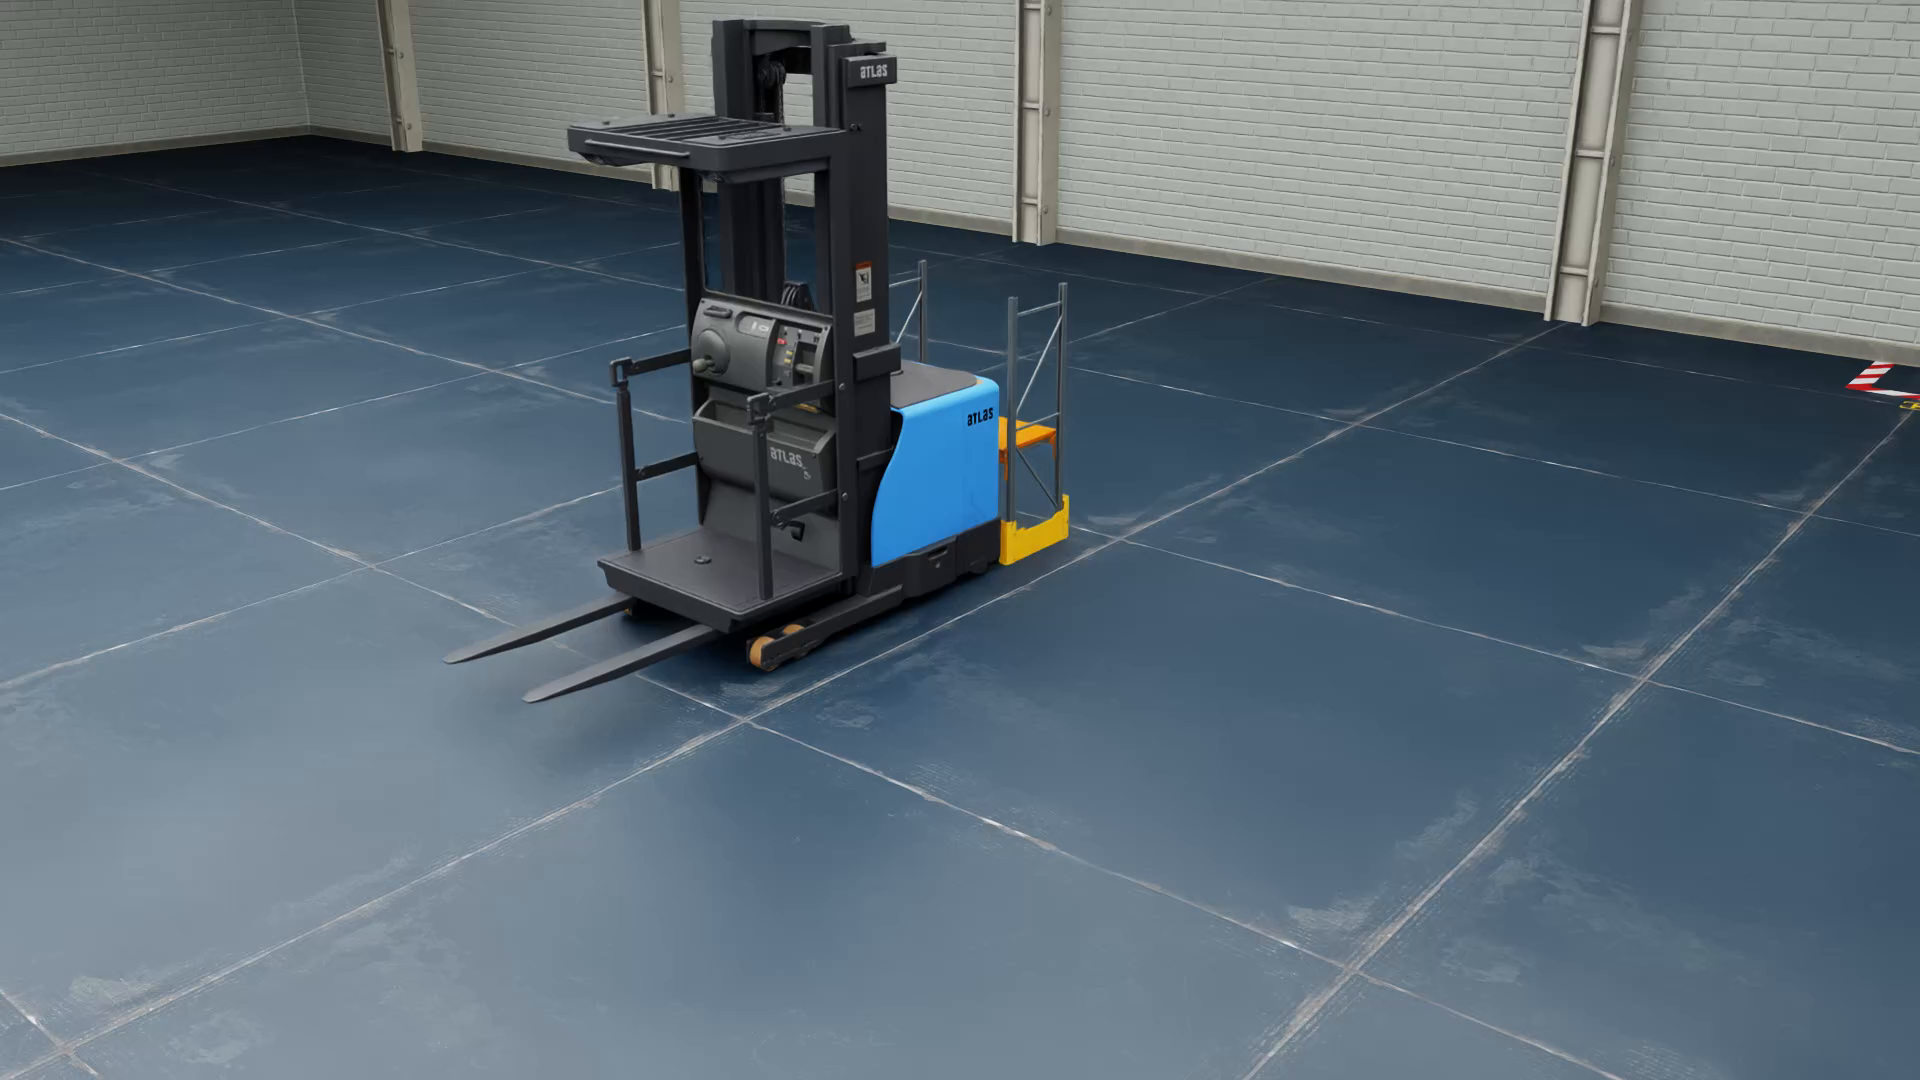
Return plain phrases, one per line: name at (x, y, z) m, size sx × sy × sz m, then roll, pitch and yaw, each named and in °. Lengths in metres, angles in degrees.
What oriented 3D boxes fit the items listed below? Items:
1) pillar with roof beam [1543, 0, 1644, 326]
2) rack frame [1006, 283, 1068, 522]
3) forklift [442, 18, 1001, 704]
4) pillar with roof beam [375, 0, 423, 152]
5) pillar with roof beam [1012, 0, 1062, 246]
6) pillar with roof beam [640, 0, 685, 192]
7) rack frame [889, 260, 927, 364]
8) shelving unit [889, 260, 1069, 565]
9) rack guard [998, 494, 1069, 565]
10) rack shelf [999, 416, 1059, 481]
pillar with roof beam at (2.753, -5.002, 10.179) m, size 0.400 × 9.000 × 9.100 m, roll 16°, pitch 26°, yaw 36°
rack frame at (0.425, -0.650, 9.266) m, size 0.032 × 1.500 × 0.500 m, roll 16°, pitch 26°, yaw 36°
forklift at (-1.120, -0.941, 8.010) m, size 1.130 × 2.935 × 3.031 m, roll 17°, pitch 27°, yaw 38°
pillar with roof beam at (-11.192, -9.018, 20.829) m, size 0.400 × 9.000 × 9.100 m, roll 16°, pitch 26°, yaw 36°
pillar with roof beam at (-1.895, -6.341, 13.729) m, size 0.400 × 9.000 × 9.100 m, roll 16°, pitch 26°, yaw 36°
pillar with roof beam at (-6.544, -7.679, 17.279) m, size 0.400 × 9.000 × 9.100 m, roll 16°, pitch 26°, yaw 36°
rack frame at (-0.365, -0.876, 9.865) m, size 0.032 × 1.500 × 0.500 m, roll 16°, pitch 26°, yaw 36°
shelving unit at (0.037, -0.761, 9.561) m, size 1.083 × 1.500 × 0.587 m, roll 16°, pitch 26°, yaw 36°
rack guard at (0.424, -0.066, 9.488) m, size 0.087 × 0.250 × 0.587 m, roll 16°, pitch 26°, yaw 36°
rack shelf at (0.030, -0.595, 9.629) m, size 1.000 × 0.185 × 0.538 m, roll 16°, pitch 26°, yaw 36°
